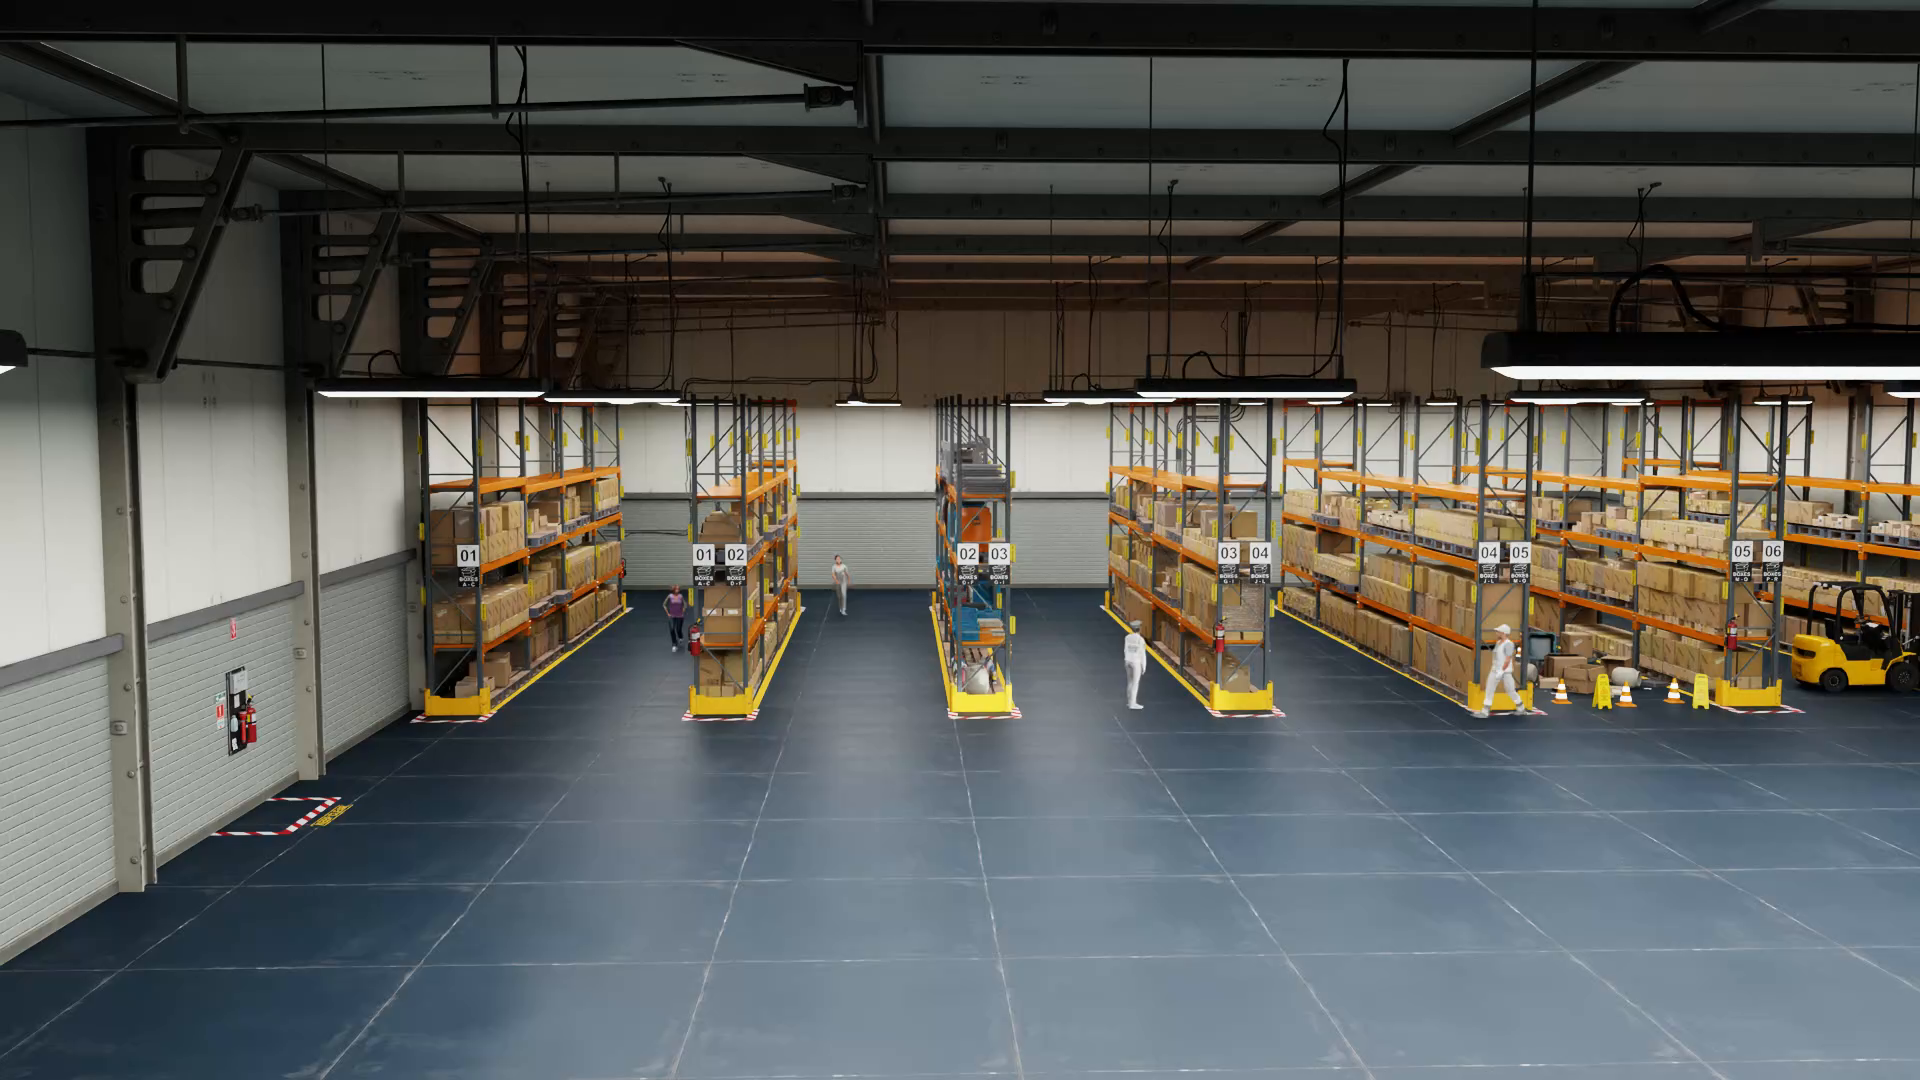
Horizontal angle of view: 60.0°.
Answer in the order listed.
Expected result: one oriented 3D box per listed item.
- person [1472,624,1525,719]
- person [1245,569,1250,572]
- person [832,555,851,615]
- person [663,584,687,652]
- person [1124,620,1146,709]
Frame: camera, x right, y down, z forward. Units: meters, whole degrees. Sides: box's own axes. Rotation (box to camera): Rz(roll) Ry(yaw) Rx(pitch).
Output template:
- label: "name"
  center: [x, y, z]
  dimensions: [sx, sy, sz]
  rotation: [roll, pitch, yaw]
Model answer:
- label: "person"
  center: [9.993, 2.432, 30.677]
  dimensions: [1.054, 1.751, 0.502]
  rotation: [-2, 5, -28]
- label: "person"
  center: [8.214, 1.048, 48.234]
  dimensions: [0.681, 1.710, 1.126]
  rotation: [4, 6, 39]
- label: "person"
  center: [-3.320, 1.251, 46.540]
  dimensions: [0.545, 1.626, 0.832]
  rotation: [0, 4, -2]
- label: "person"
  center: [-6.787, 1.841, 39.588]
  dimensions: [0.546, 1.589, 0.648]
  rotation: [0, 4, 0]
- label: "person"
  center: [3.366, 2.382, 31.776]
  dimensions: [0.393, 1.692, 0.504]
  rotation: [-4, 6, -40]
